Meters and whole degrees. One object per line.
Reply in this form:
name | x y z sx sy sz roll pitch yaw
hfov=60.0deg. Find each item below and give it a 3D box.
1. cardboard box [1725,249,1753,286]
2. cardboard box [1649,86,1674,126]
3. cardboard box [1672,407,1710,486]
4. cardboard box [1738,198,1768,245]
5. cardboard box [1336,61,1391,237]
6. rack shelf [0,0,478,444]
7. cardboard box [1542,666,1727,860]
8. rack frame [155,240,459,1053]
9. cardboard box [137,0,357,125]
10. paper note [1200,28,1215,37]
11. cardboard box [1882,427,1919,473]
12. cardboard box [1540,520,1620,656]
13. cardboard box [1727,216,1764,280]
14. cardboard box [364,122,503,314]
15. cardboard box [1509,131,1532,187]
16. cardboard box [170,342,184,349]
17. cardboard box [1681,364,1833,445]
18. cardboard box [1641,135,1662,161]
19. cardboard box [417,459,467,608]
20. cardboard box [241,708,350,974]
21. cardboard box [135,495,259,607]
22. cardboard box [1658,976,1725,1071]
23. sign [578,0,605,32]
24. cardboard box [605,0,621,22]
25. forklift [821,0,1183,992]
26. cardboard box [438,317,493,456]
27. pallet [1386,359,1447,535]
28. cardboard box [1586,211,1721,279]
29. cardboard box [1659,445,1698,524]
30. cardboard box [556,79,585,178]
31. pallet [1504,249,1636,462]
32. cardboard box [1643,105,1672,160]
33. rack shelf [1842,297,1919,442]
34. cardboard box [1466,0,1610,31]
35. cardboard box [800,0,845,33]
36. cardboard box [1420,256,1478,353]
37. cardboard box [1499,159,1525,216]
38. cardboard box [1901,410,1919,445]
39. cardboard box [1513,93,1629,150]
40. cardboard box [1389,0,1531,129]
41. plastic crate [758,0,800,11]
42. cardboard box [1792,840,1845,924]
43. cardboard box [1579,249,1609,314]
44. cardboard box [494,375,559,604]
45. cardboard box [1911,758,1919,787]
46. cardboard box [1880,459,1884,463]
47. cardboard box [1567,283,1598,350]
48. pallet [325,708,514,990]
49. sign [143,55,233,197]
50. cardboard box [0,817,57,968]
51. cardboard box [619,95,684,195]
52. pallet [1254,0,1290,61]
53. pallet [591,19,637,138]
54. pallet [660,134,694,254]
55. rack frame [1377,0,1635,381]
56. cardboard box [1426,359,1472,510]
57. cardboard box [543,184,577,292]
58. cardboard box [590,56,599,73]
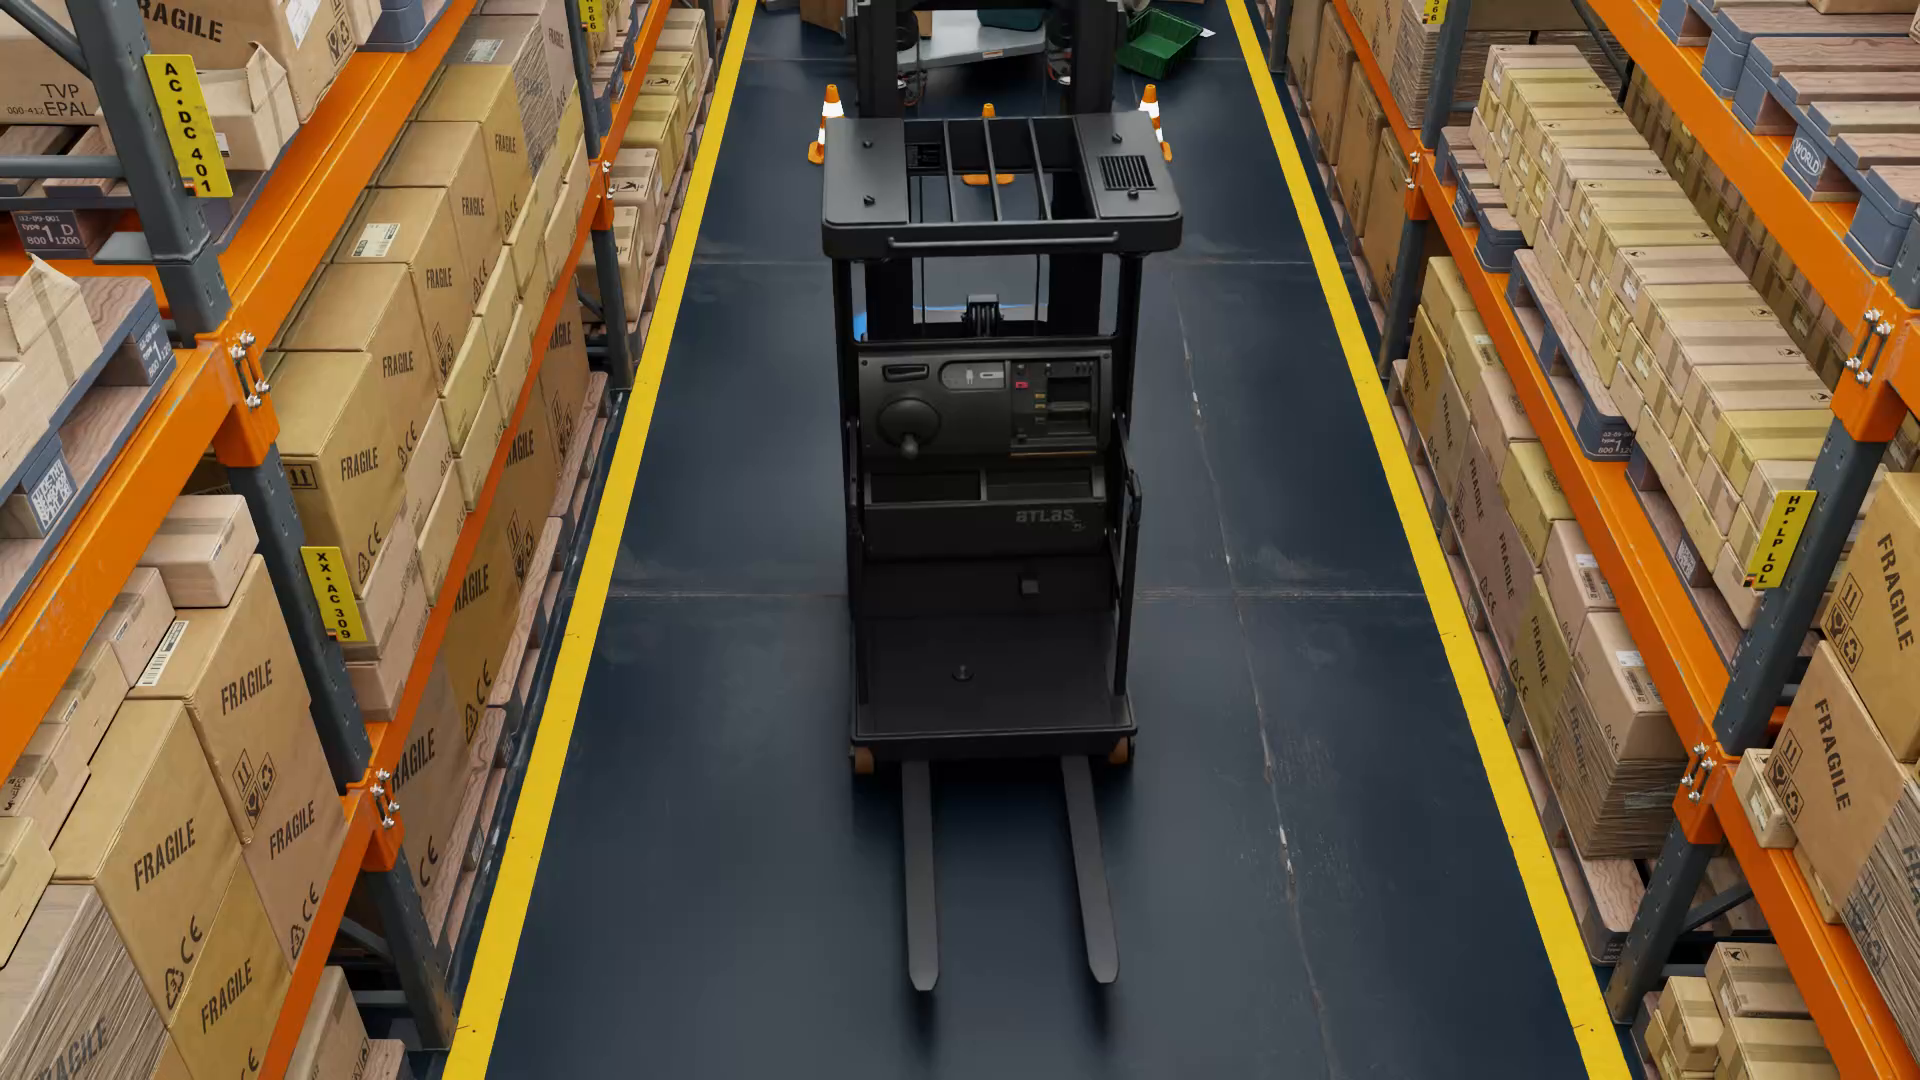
cardboard box | 3.186 -1.007 6.474 0.380 0.149 0.250 1 39 1
cardboard box | 3.186 -1.887 7.095 0.380 0.149 0.250 0 39 -1
cardboard box | 2.537 -0.301 5.354 0.380 0.149 0.250 2 39 2
cardboard box | 3.188 -1.235 6.282 0.380 0.149 0.250 2 39 2
cardboard box | 2.814 -2.265 9.641 1.050 0.750 0.750 1 39 1
rack shelf | -2.218 -1.624 5.555 1.077 0.370 4.000 0 39 0
cardboard box | 2.481 0.798 6.018 0.500 0.500 0.500 -1 39 -1
rack frame | -2.216 0.516 4.707 1.000 3.000 0.127 0 39 0
cardboard box | -1.927 -1.408 4.294 0.500 0.500 0.500 -1 39 -1
paper note | 1.818 -3.815 12.485 0.147 0.020 0.142 -28 46 -30
cardboard box | 3.190 -0.303 5.356 0.380 0.149 0.250 1 39 1
cardboard box | 2.493 0.181 6.188 0.500 0.250 0.500 2 39 2
cardboard box | 3.189 -1.119 6.374 0.380 0.149 0.250 1 39 1
cardboard box | -1.962 -1.143 5.899 0.500 0.500 0.500 -1 39 -1
cardboard box | 2.535 -1.595 6.969 0.380 0.149 0.250 -1 39 -1
cardboard box | -2.476 -0.516 5.115 0.500 0.500 0.500 1 39 1
cardboard box | 2.539 -0.429 5.276 0.380 0.149 0.250 -1 39 -1
cardboard box | 3.188 -1.654 7.281 0.380 0.149 0.250 0 39 0
cardboard box | -1.955 -0.024 5.501 0.500 0.250 0.500 -1 39 -1
cardboard box | -1.960 0.767 4.314 0.500 0.500 0.500 0 39 0
cardboard box | -1.897 0.026 3.920 0.380 0.149 0.250 -1 39 -1
cardboard box | 2.414 1.509 5.174 0.380 0.149 0.250 2 39 2
sign | -1.666 -2.439 7.469 0.100 0.325 0.005 0 39 0
cardboard box | -1.997 -2.912 8.331 0.500 0.500 0.500 2 39 2
forklift | 0.108 -0.428 5.941 1.130 2.935 3.031 -2 39 -2
cardboard box | -1.937 -0.537 5.742 0.500 0.250 0.500 0 39 1
pallet | 2.729 -0.475 8.174 1.003 0.211 1.213 0 39 0
cardboard box | 2.536 -1.083 6.092 0.380 0.149 0.250 -1 39 -1
cardboard box | 2.536 -0.183 5.445 0.380 0.149 0.250 0 39 0
cardboard box | -1.966 -1.819 7.341 0.500 0.250 0.500 0 39 0
pallet | 2.772 -0.739 6.427 1.003 0.211 1.213 0 39 0
cardboard box | 3.187 -1.758 7.173 0.380 0.149 0.250 1 39 2
rack shelf | 2.736 0.810 2.517 1.077 0.370 4.000 0 39 0
cardboard box | 2.739 -2.762 7.918 0.700 0.500 0.500 0 39 0
cardboard box | -0.866 -4.183 12.568 0.500 0.500 0.500 28 46 30
cardboard box | 2.488 -1.102 7.789 0.500 0.250 0.500 -2 39 -2
cardboard box | 2.529 -1.501 7.090 0.380 0.149 0.250 2 39 2
cardboard box | 3.189 -0.430 5.277 0.380 0.149 0.250 0 39 0
cardboard box | 2.535 -1.739 6.911 0.380 0.149 0.250 0 39 0
cardboard box | 2.460 -2.372 8.232 0.500 0.500 0.500 0 39 0
plastic crate | -1.407 -4.330 13.089 0.402 0.080 0.583 -13 40 -16
cardboard box | 2.482 0.886 4.446 0.380 0.149 0.250 1 39 1
cardboard box | 2.536 -0.957 6.173 0.380 0.149 0.250 1 39 2
cardboard box | -2.306 -0.330 7.126 0.875 0.875 0.875 0 39 1
cardboard box | 2.507 0.511 3.597 0.500 0.500 0.500 -1 39 -1
cardboard box | 3.191 -0.193 5.457 0.380 0.149 0.250 0 39 0
cardboard box | 2.530 -0.846 6.272 0.380 0.149 0.250 -1 39 -2
pallet | -2.292 1.122 6.181 1.003 0.211 1.213 0 39 0
sign | -1.661 -0.888 3.584 0.100 0.325 0.005 0 39 0
cardboard box | -1.961 0.662 3.127 0.380 0.149 0.250 0 39 0
cardboard box | -2.215 -2.413 10.127 0.950 0.372 0.625 1 39 1
pallet | 2.802 -3.941 12.499 1.003 0.211 1.213 0 39 0
pallet | -2.328 -2.356 8.444 1.213 0.211 1.003 0 39 0
pallet | -2.219 -2.147 10.260 1.003 0.211 1.213 0 39 0
rack frame | 2.729 -2.052 7.912 1.000 3.000 0.127 0 39 0
cardboard box | 2.479 -0.483 7.618 0.500 0.500 0.500 0 39 0
cardboard box | -1.944 -1.291 7.082 0.500 0.250 0.500 1 39 1
cardboard box | -2.002 -2.431 8.250 0.380 0.149 0.250 -2 39 -3
